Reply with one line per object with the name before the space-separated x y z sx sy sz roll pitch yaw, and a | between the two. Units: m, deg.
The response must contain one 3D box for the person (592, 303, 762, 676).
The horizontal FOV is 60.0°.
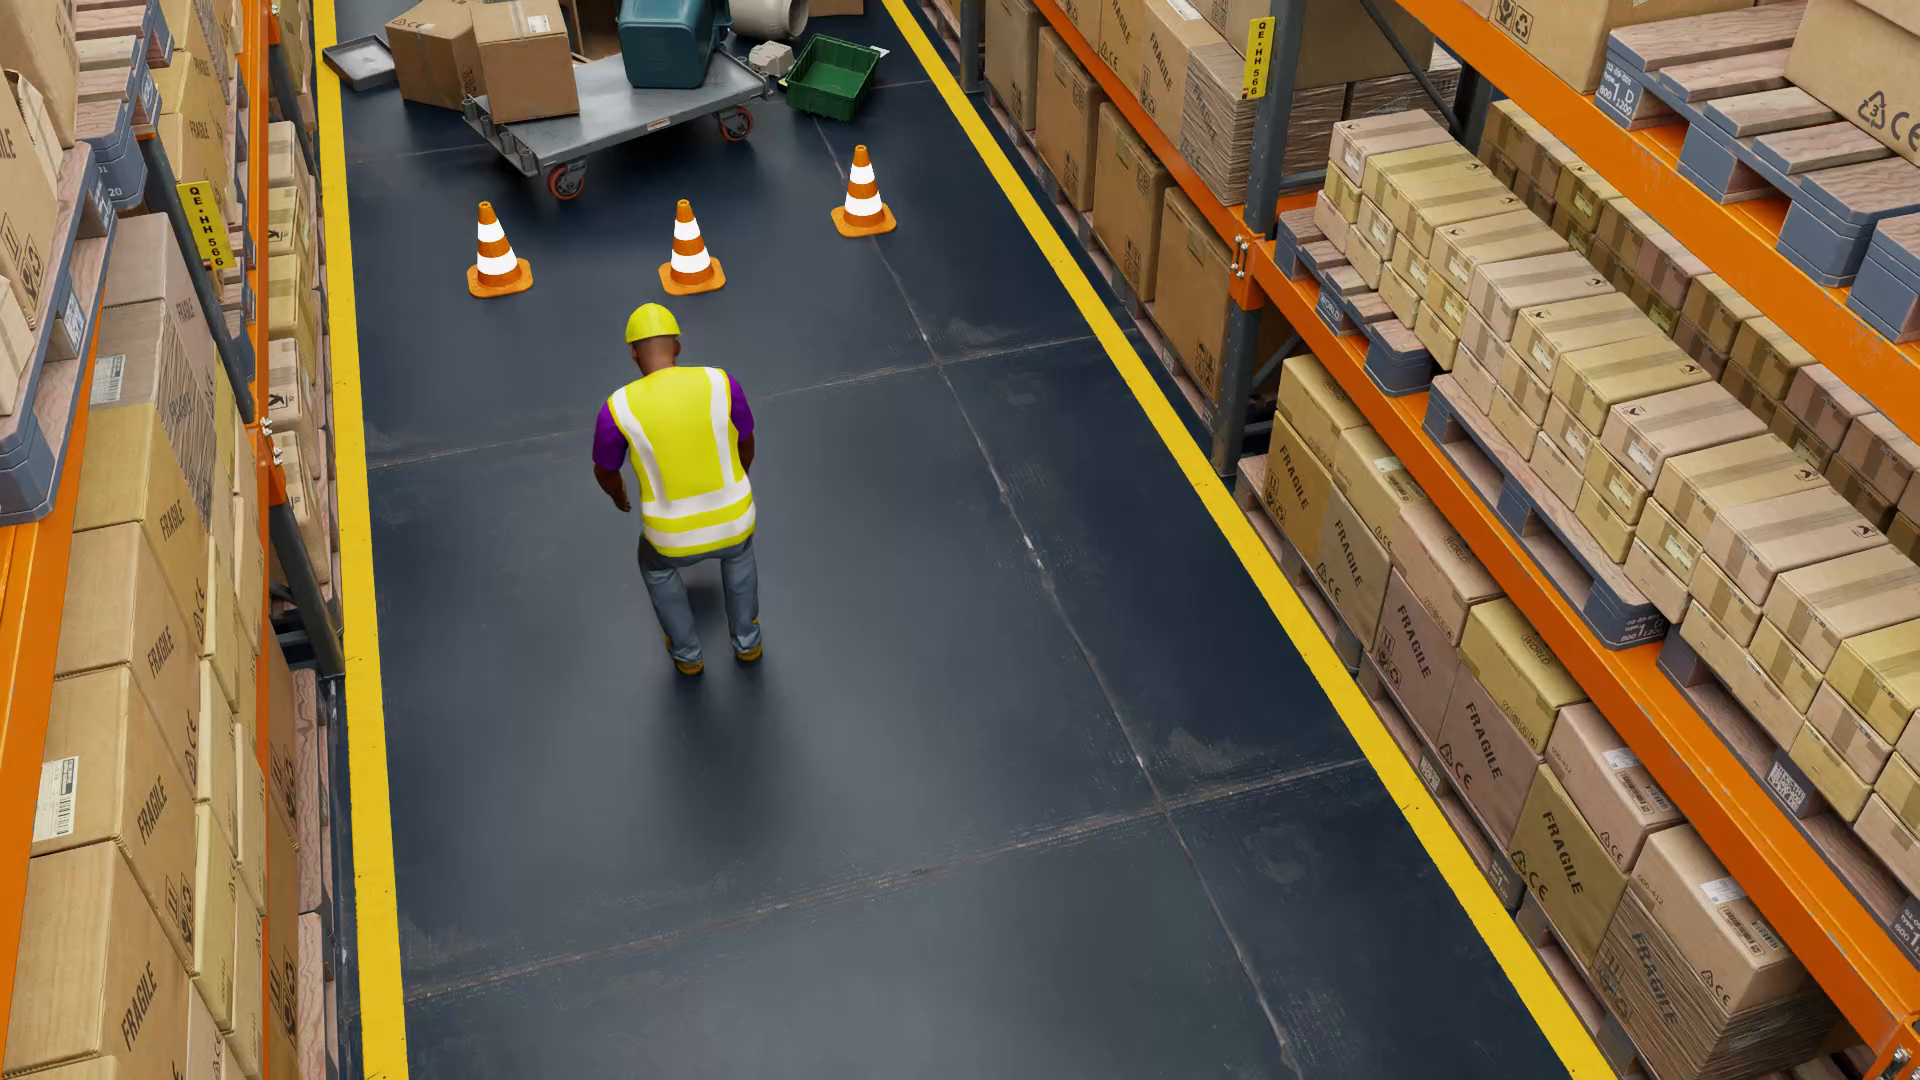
person | -1.078 -0.152 6.478 0.625 1.543 0.666 -11 43 -12
